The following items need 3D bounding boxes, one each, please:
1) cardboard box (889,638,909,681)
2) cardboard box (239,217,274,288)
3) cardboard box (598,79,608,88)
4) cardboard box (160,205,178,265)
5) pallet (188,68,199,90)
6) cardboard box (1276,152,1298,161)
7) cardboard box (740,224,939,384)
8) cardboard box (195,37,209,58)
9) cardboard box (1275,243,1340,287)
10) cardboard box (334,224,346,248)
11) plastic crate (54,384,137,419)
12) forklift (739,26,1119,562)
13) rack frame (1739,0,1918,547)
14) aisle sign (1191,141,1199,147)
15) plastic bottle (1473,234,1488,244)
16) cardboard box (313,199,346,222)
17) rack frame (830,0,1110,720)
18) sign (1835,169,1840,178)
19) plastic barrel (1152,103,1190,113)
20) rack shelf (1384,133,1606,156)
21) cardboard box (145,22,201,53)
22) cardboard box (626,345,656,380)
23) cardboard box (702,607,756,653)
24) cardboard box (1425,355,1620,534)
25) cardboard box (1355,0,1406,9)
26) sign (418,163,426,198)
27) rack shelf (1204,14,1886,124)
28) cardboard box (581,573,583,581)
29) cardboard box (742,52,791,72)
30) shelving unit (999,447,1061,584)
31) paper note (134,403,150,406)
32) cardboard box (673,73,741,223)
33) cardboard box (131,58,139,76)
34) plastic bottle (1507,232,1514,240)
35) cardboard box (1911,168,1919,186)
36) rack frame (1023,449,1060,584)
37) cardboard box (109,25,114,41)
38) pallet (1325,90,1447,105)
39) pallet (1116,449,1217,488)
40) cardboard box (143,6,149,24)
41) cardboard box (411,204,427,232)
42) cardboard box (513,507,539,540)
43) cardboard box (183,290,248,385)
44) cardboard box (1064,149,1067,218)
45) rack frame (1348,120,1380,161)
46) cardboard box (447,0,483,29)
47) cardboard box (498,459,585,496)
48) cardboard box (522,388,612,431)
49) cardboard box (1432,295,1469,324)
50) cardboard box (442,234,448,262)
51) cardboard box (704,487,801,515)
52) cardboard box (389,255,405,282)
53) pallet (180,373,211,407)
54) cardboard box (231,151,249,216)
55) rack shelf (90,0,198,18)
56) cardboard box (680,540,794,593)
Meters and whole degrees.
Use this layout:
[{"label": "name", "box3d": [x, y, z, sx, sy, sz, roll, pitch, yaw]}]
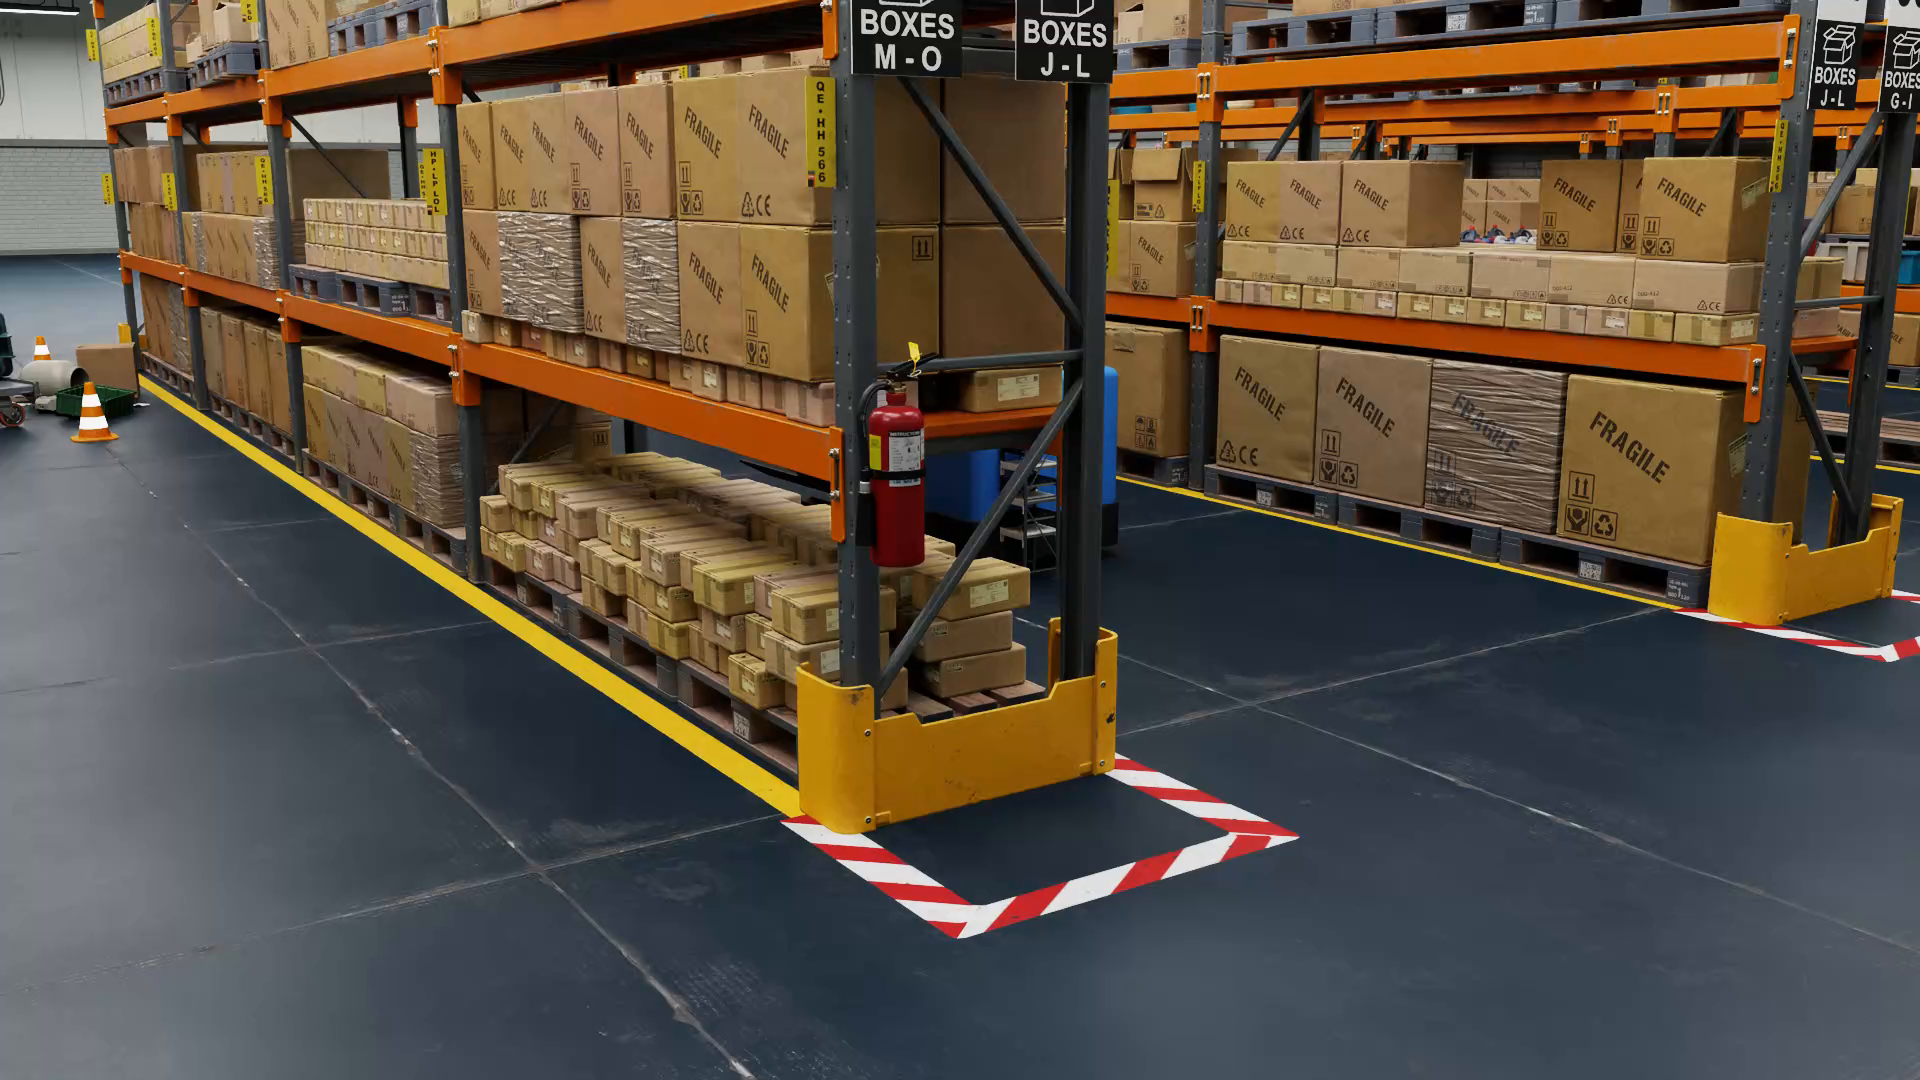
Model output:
[{"label": "cardboard box", "box3d": [-0.187, 0.439, 6.523, 0.380, 0.149, 0.250, -8, 15, -33]}, {"label": "cardboard box", "box3d": [-5.130, -2.189, 12.618, 0.500, 0.500, 0.500, -8, 15, -33]}, {"label": "cardboard box", "box3d": [-3.977, -5.270, 19.337, 0.380, 0.149, 0.250, -9, 15, -35]}, {"label": "cardboard box", "box3d": [-7.136, -2.947, 15.967, 0.875, 0.550, 0.550, -8, 15, -33]}, {"label": "pallet", "box3d": [-6.049, -3.929, 14.235, 0.805, 0.209, 1.217, -9, 15, -35]}, {"label": "cardboard box", "box3d": [5.027, -5.395, 24.242, 0.700, 0.500, 0.500, -8, 15, -33]}, {"label": "cardboard box", "box3d": [-0.413, -0.824, 5.679, 0.500, 0.500, 0.500, -8, 15, -32]}, {"label": "cardboard box", "box3d": [-6.038, -4.031, 13.625, 0.380, 0.149, 0.250, -8, 15, -33]}, {"label": "cardboard box", "box3d": [2.333, -1.729, 10.404, 0.500, 0.250, 0.500, -8, 15, -33]}, {"label": "cardboard box", "box3d": [-3.839, -1.981, 10.810, 0.380, 0.149, 0.250, -8, 15, -33]}, {"label": "plastic crate", "box3d": [-7.785, -1.245, 14.981, 0.450, 0.188, 0.662, 9, 12, -6]}, {"label": "forklift", "box3d": [-0.363, -1.542, 10.051, 1.130, 2.935, 3.031, -9, 15, -34]}, {"label": "rack frame", "box3d": [4.236, -1.150, 8.097, 1.000, 3.000, 0.127, -8, 15, -33]}, {"label": "aisle sign", "box3d": [3.828, -6.484, 26.403, 0.394, 0.787, 0.004, -8, 15, -33]}, {"label": "plastic bottle", "box3d": [4.804, -2.678, 15.358, 0.061, 0.283, 0.133, -8, 15, -33]}, {"label": "cardboard box", "box3d": [-4.136, -2.224, 11.222, 0.380, 0.149, 0.250, -9, 15, -34]}, {"label": "rack frame", "box3d": [0.051, -0.581, 5.495, 1.000, 3.000, 0.127, -8, 15, -33]}, {"label": "sign", "box3d": [11.727, -4.792, 22.230, 0.100, 0.325, 0.005, -8, 15, -33]}, {"label": "plastic barrel", "box3d": [2.535, -5.399, 19.335, 0.600, 0.901, 0.600, 0, 12, 0]}, {"label": "rack shelf", "box3d": [8.850, -6.512, 27.283, 1.077, 0.370, 4.000, -8, 15, -33]}, {"label": "cardboard box", "box3d": [-7.085, -4.563, 15.124, 0.500, 0.250, 0.500, -8, 15, -33]}, {"label": "cardboard box", "box3d": [-1.166, -0.767, 6.936, 0.380, 0.149, 0.250, -8, 15, -32]}, {"label": "cardboard box", "box3d": [-0.769, 0.309, 6.419, 0.380, 0.149, 0.250, -9, 15, -35]}, {"label": "cardboard box", "box3d": [3.310, -0.583, 9.497, 0.875, 0.875, 0.875, -8, 15, -33]}, {"label": "cardboard box", "box3d": [2.797, -3.401, 9.920, 0.700, 0.500, 0.500, -7, 14, -30]}, {"label": "sign", "box3d": [-3.935, -2.596, 12.187, 0.100, 0.325, 0.005, -8, 15, -33]}, {"label": "rack shelf", "box3d": [3.127, -2.619, 9.480, 1.077, 0.370, 4.000, -8, 15, -33]}, {"label": "cardboard box", "box3d": [-1.543, 0.167, 7.768, 0.380, 0.149, 0.250, -9, 15, -35]}, {"label": "cardboard box", "box3d": [-1.712, -4.742, 16.279, 0.797, 0.503, 0.637, -7, 14, -30]}, {"label": "shelving unit", "box3d": [0.373, -0.236, 8.835, 0.258, 0.900, 0.210, -9, 15, -34]}, {"label": "paper note", "box3d": [-7.724, -1.277, 15.628, 0.142, 0.020, 0.147, 4, 13, 16]}, {"label": "cardboard box", "box3d": [-0.691, -1.405, 5.995, 0.500, 0.500, 0.500, -9, 15, -35]}, {"label": "cardboard box", "box3d": [-7.773, -4.565, 16.063, 0.380, 0.149, 0.250, -8, 15, -33]}, {"label": "plastic bottle", "box3d": [5.265, -2.813, 15.978, 0.061, 0.283, 0.133, -8, 15, -33]}, {"label": "cardboard box", "box3d": [12.509, -4.695, 21.576, 0.500, 0.250, 0.500, -8, 15, -34]}, {"label": "rack frame", "box3d": [0.431, -0.218, 8.754, 0.240, 0.900, 0.006, -9, 15, -34]}, {"label": "cardboard box", "box3d": [-8.475, -5.180, 17.011, 0.380, 0.149, 0.250, -8, 15, -32]}, {"label": "pallet", "box3d": [4.269, -4.384, 16.309, 1.003, 0.211, 1.213, -8, 15, -33]}, {"label": "pallet", "box3d": [1.529, -0.627, 12.235, 1.003, 0.211, 1.213, -8, 15, -33]}, {"label": "cardboard box", "box3d": [-7.206, -4.773, 15.150, 0.380, 0.149, 0.250, -8, 15, -33]}, {"label": "cardboard box", "box3d": [-2.842, -1.807, 9.317, 0.380, 0.149, 0.250, -9, 15, -35]}, {"label": "cardboard box", "box3d": [-2.016, -0.113, 8.351, 0.380, 0.149, 0.250, -8, 15, -32]}, {"label": "cardboard box", "box3d": [-6.888, -2.002, 15.986, 0.875, 0.875, 0.875, -8, 15, -32]}, {"label": "cardboard box", "box3d": [0.931, -2.745, 12.809, 0.797, 0.503, 0.637, -8, 14, -31]}, {"label": "rack frame", "box3d": [3.926, -3.159, 17.284, 1.000, 3.000, 0.127, -8, 15, -33]}, {"label": "cardboard box", "box3d": [-2.129, -2.570, 7.924, 0.500, 0.250, 0.500, -7, 14, -30]}, {"label": "cardboard box", "box3d": [-2.147, -0.309, 8.552, 0.380, 0.149, 0.250, -7, 14, -30]}, {"label": "cardboard box", "box3d": [-2.355, -0.805, 9.634, 0.500, 0.250, 0.500, -9, 15, -35]}, {"label": "cardboard box", "box3d": [2.917, -1.323, 9.479, 0.380, 0.149, 0.250, -8, 15, -32]}, {"label": "cardboard box", "box3d": [-2.551, -1.567, 8.915, 0.380, 0.149, 0.250, -8, 14, -31]}, {"label": "cardboard box", "box3d": [-0.968, -0.139, 7.775, 0.380, 0.149, 0.250, -9, 15, -35]}, {"label": "cardboard box", "box3d": [-3.129, -1.606, 9.788, 0.380, 0.149, 0.250, -9, 15, -35]}, {"label": "pallet", "box3d": [-6.954, -1.497, 16.213, 1.003, 0.211, 1.213, -8, 15, -33]}, {"label": "cardboard box", "box3d": [-5.473, -2.893, 13.496, 0.700, 0.500, 0.500, -8, 15, -33]}, {"label": "rack shelf", "box3d": [-7.706, -5.454, 16.359, 1.077, 0.370, 4.000, -8, 15, -33]}, {"label": "cardboard box", "box3d": [-0.885, 0.116, 6.607, 0.380, 0.149, 0.250, -9, 15, -35]}]
